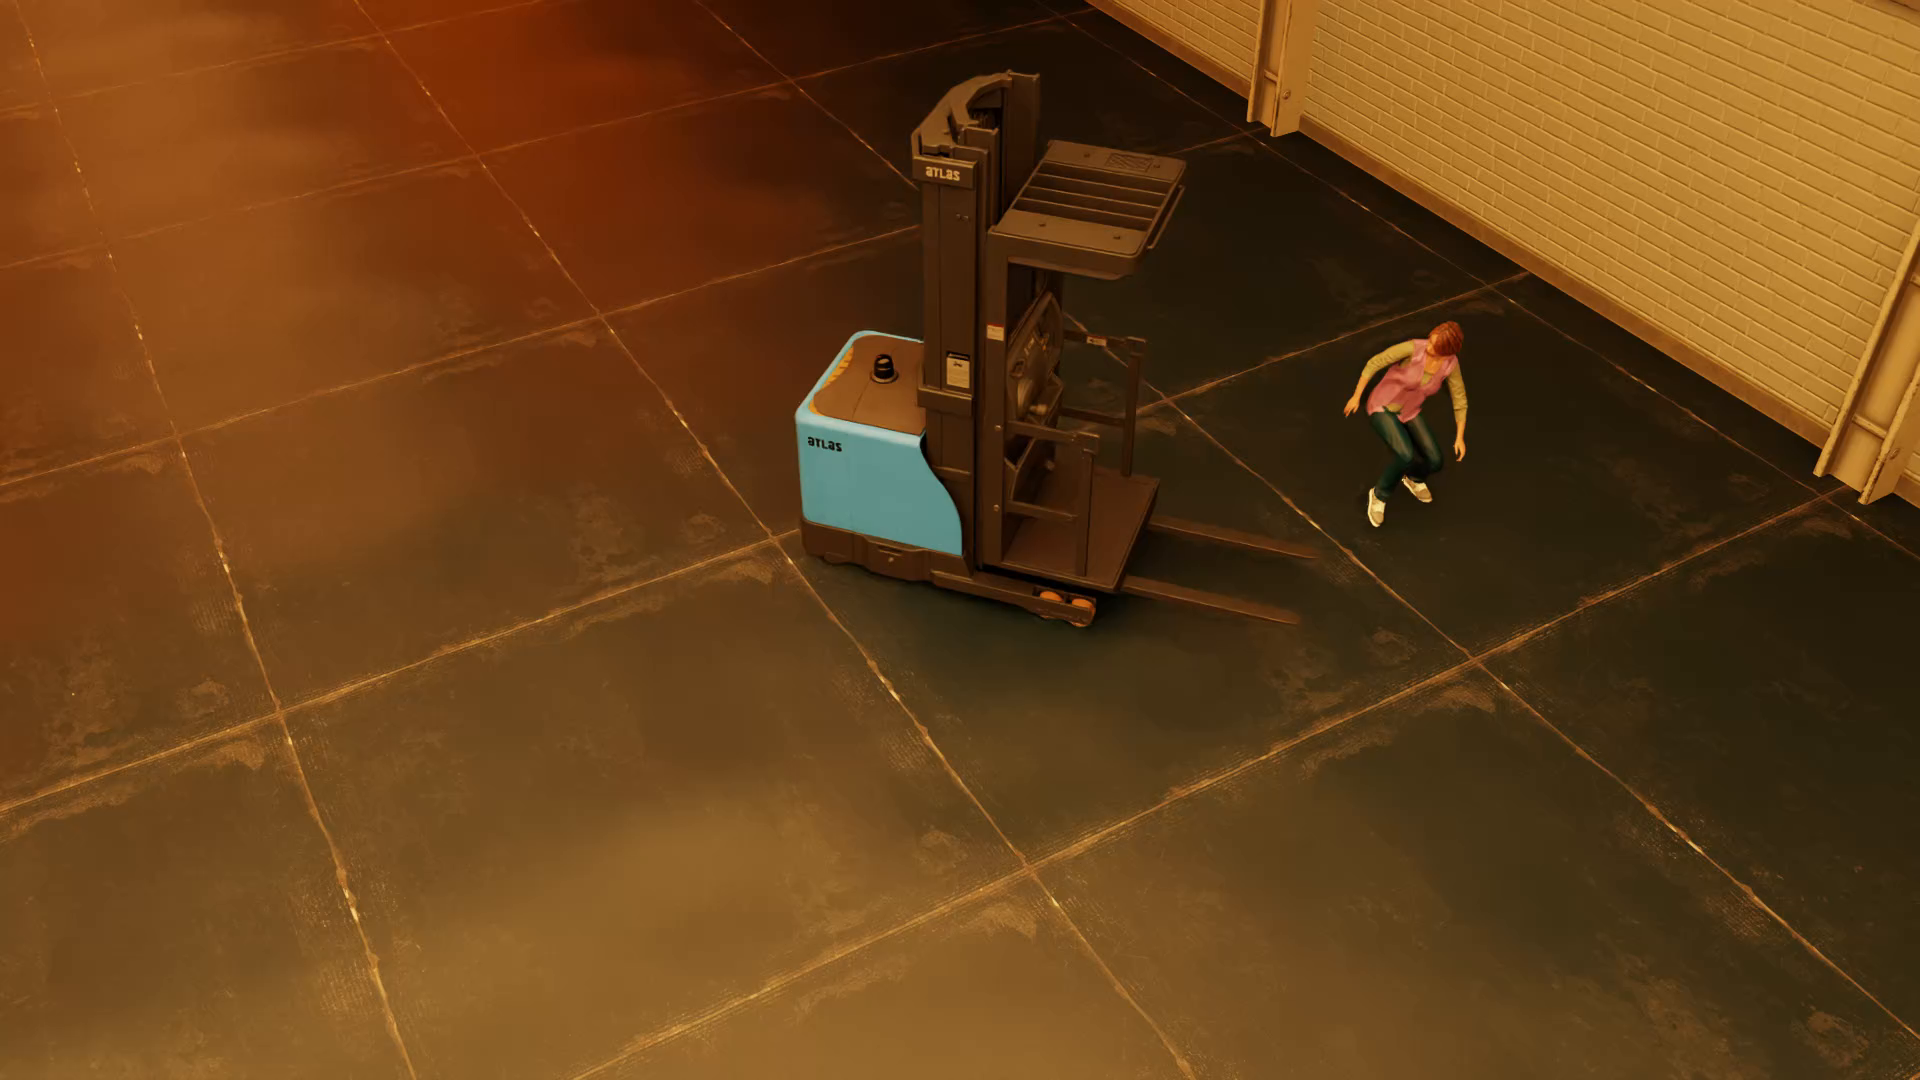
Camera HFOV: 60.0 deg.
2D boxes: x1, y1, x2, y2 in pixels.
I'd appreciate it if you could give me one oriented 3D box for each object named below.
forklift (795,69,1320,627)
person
[{"bbox_3d":[0.605,-1.005,9.248,3.031,2.935,1.130,13,41,15],"label":"forklift"},{"bbox_3d":[2.752,-0.731,10.165,0.659,1.379,0.621,-10,41,-12],"label":"person"}]
